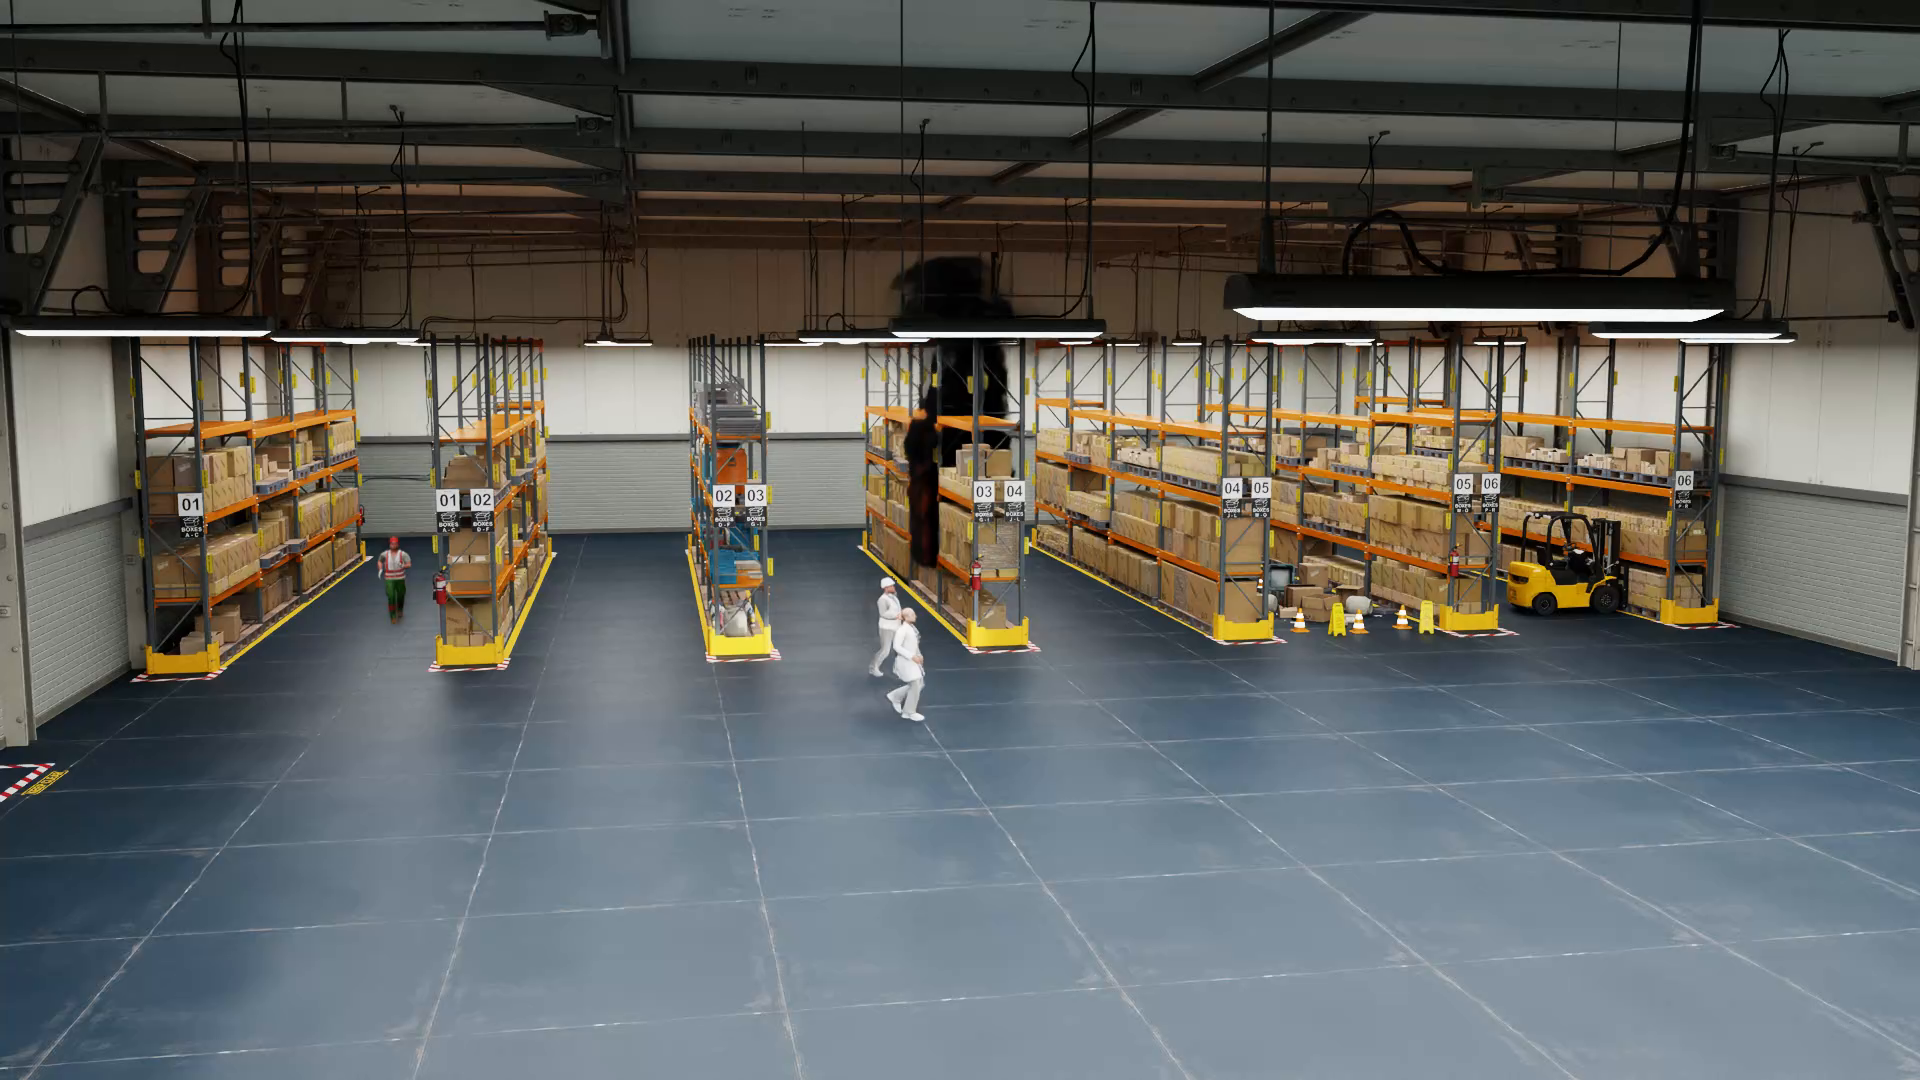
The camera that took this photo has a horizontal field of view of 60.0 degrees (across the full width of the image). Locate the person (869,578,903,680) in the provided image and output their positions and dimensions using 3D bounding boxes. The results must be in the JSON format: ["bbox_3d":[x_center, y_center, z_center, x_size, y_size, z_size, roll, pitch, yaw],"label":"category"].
[{"bbox_3d":[-1.233,1.555,28.883,0.734,1.819,0.658,3,7,26],"label":"person"}]

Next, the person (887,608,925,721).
[{"bbox_3d":[-0.857,1.916,25.742,0.639,1.746,0.721,2,7,15],"label":"person"}]

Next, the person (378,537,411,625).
[{"bbox_3d":[-11.809,0.824,34.766,0.659,1.774,1.002,-2,7,-20],"label":"person"}]
